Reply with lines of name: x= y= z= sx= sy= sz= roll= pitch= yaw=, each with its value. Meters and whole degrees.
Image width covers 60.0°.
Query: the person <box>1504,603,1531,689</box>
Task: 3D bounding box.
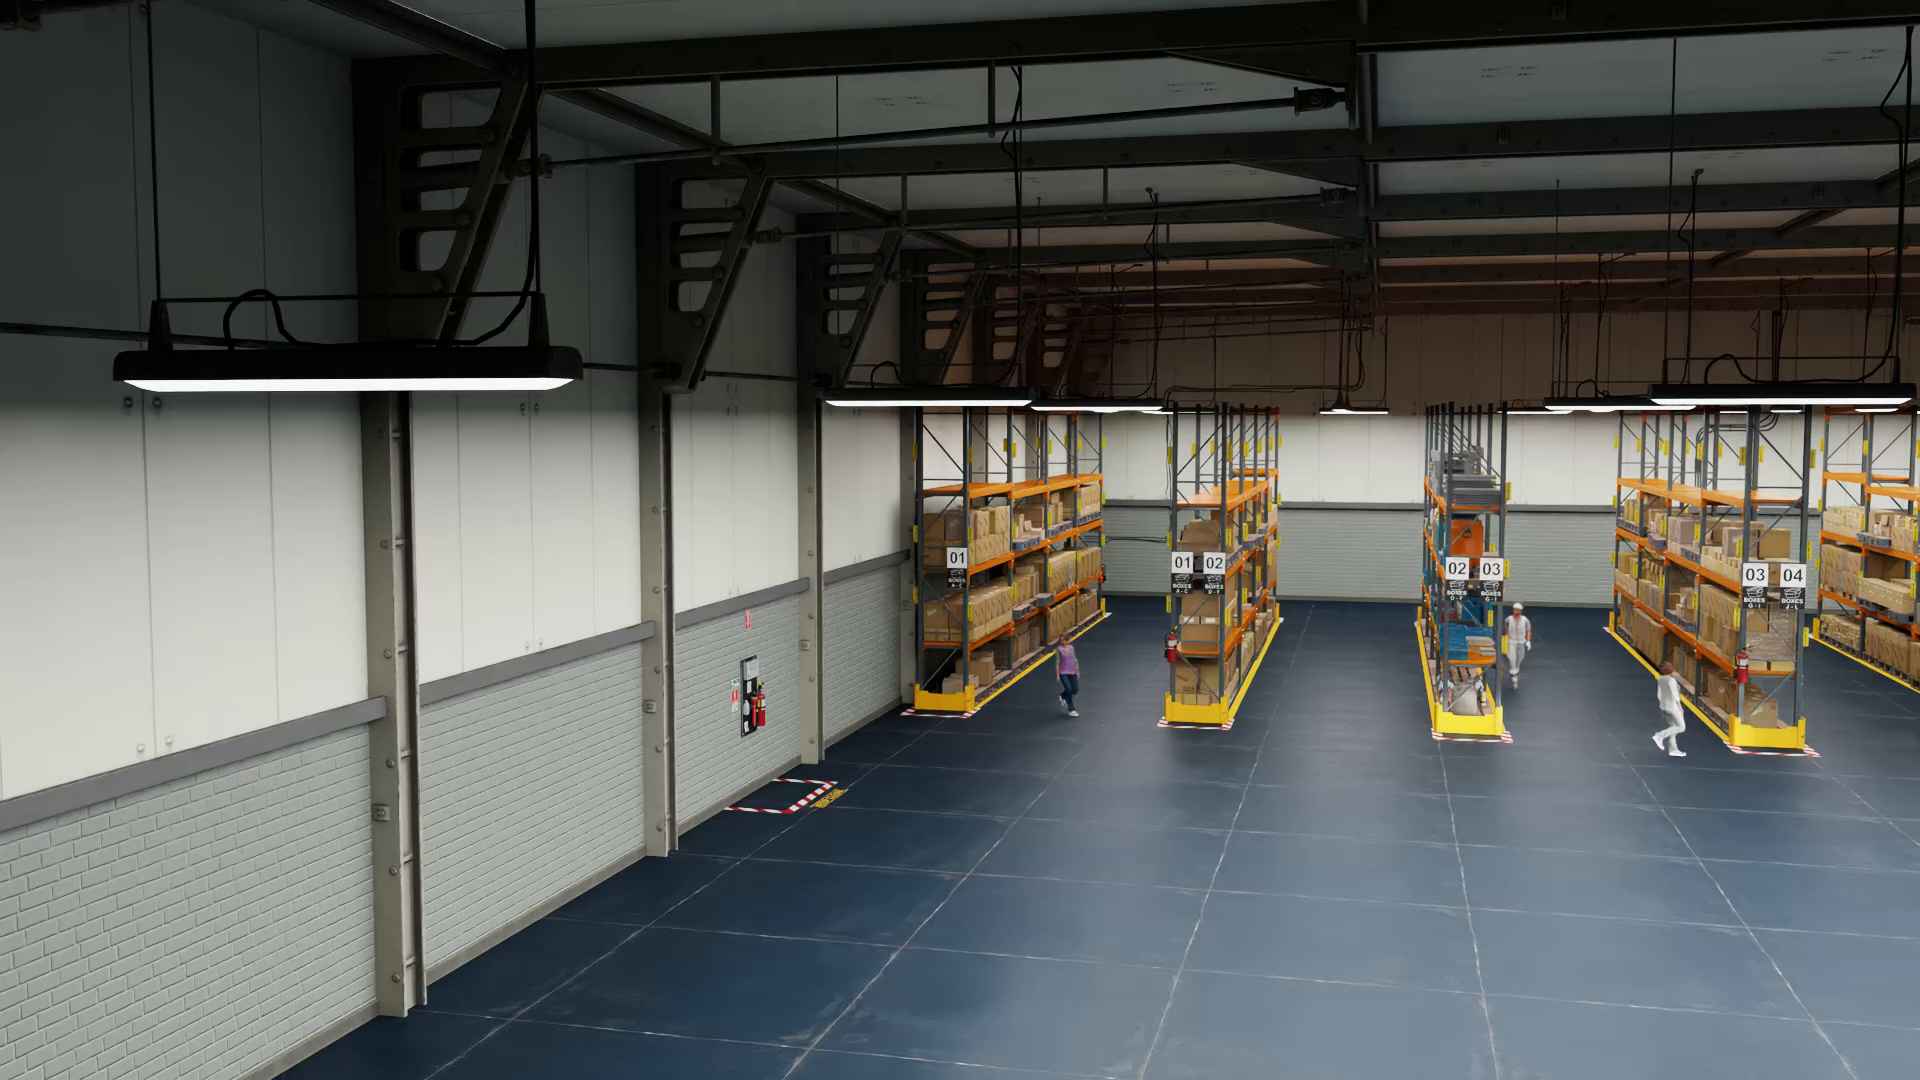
person: x=11.861 y=2.220 z=35.297 sx=0.502 sy=1.749 sz=0.969 roll=0 pitch=4 yaw=2

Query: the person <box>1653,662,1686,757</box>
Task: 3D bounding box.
person: x=11.975 y=2.858 z=28.027 sx=0.547 sy=1.588 sz=0.463 roll=-1 pitch=4 yaw=-7

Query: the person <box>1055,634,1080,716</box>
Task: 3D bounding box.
person: x=2.062 y=2.573 z=31.978 sx=0.426 sy=1.562 sz=0.725 roll=-2 pitch=5 yaw=-26
